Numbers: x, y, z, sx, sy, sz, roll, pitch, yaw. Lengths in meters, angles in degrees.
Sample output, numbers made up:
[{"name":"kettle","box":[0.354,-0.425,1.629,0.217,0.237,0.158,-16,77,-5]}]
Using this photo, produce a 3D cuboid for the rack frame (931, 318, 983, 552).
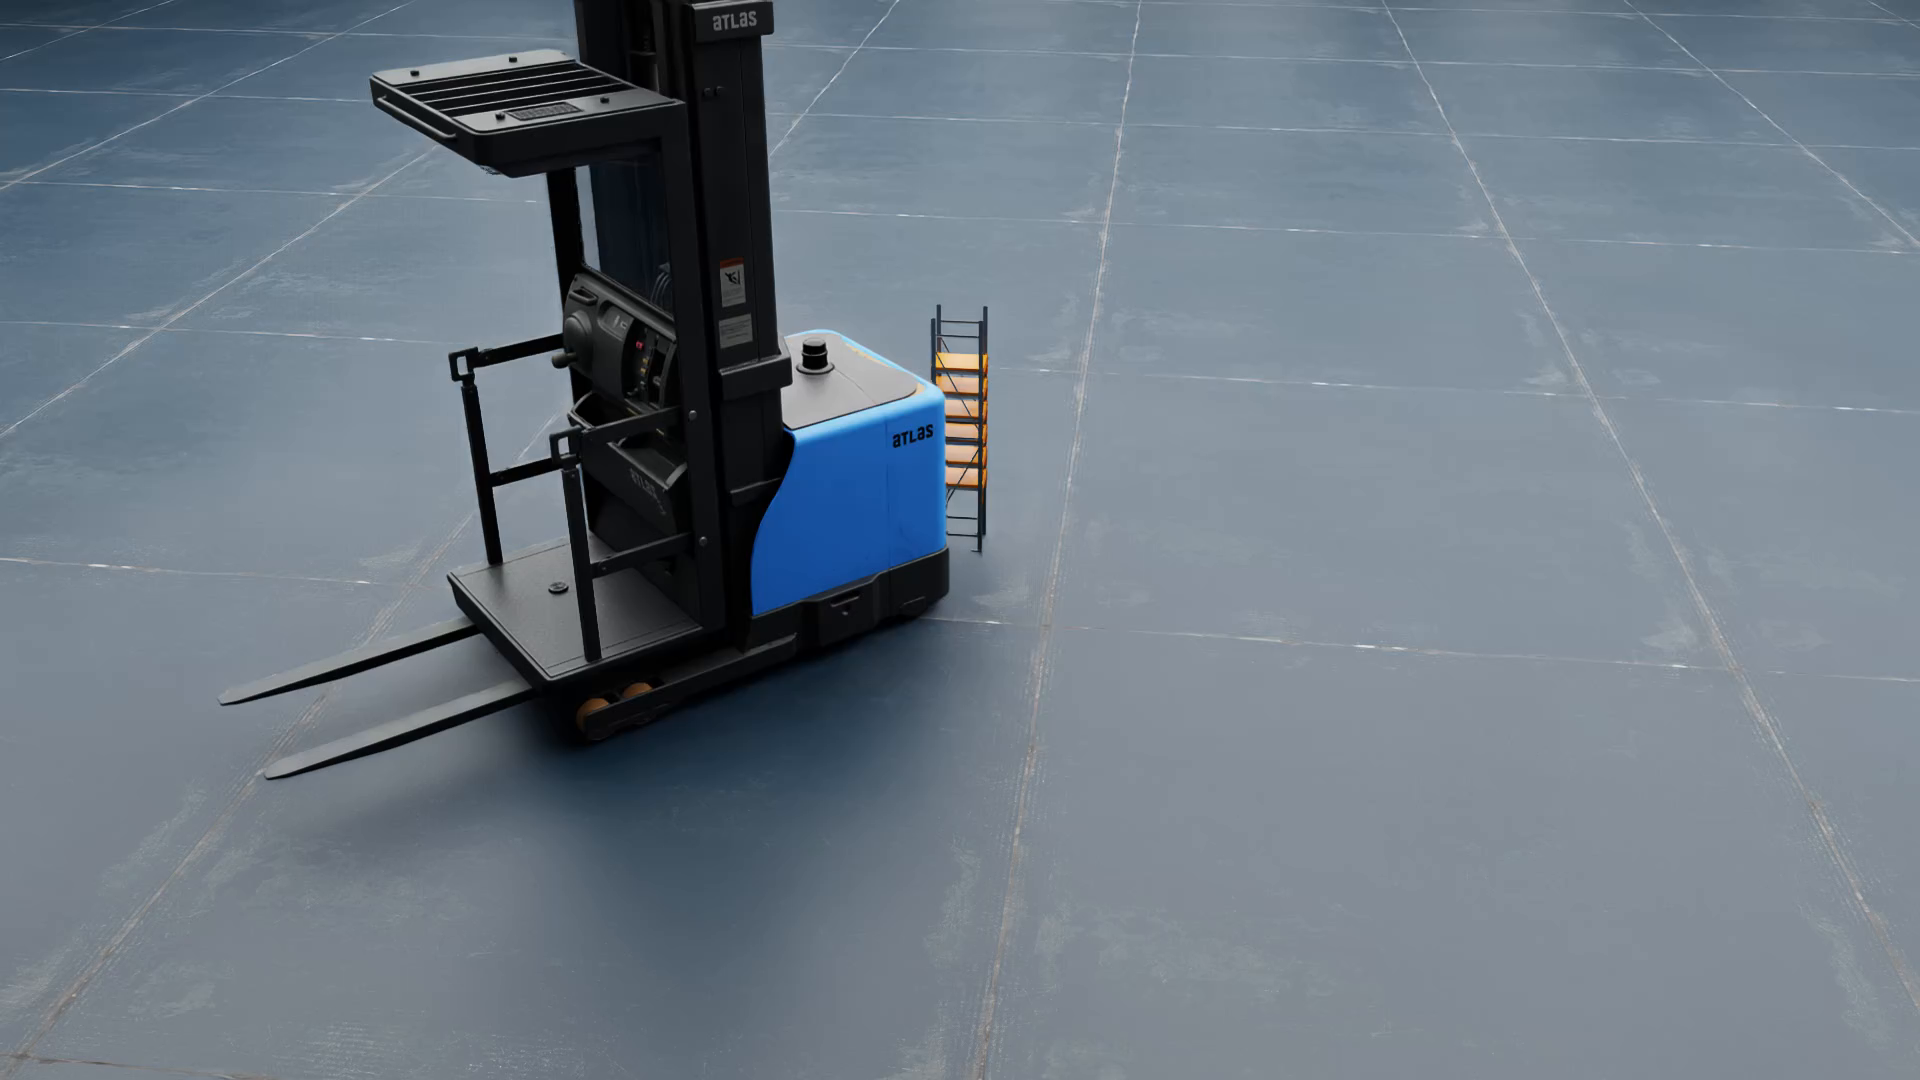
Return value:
[{"name":"rack frame","box":[-0.013,-0.478,7.873,0.240,1.200,0.006,3,28,6]}]

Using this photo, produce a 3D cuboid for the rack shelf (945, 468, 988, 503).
[{"name":"rack shelf","box":[-0.002,-0.271,8.088,0.258,0.103,0.180,3,28,6]}]

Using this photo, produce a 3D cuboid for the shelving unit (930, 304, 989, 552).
[{"name":"shelving unit","box":[-0.002,-0.521,7.953,0.258,1.200,0.189,3,28,6]}]

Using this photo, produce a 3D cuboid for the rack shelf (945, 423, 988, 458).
[{"name":"rack shelf","box":[-0.002,-0.482,7.974,0.258,0.103,0.180,3,28,6]}]

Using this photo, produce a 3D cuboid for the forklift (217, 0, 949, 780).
[{"name":"forklift","box":[-1.538,-0.763,6.576,3.031,2.935,1.130,-19,34,-31]}]

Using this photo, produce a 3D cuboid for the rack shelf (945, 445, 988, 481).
[{"name":"rack shelf","box":[-0.002,-0.377,8.031,0.258,0.103,0.180,3,28,6]}]

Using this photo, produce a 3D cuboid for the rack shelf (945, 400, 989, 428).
[{"name":"rack shelf","box":[-0.002,-0.588,7.917,0.258,0.103,0.180,3,28,6]}]

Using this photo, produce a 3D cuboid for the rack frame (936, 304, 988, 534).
[{"name":"rack frame","box":[0.009,-0.564,8.033,0.240,1.200,0.006,3,28,6]}]

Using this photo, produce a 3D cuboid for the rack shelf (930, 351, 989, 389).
[{"name":"rack shelf","box":[-0.002,-0.799,7.803,0.258,0.103,0.180,3,28,6]}]

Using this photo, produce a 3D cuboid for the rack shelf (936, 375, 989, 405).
[{"name":"rack shelf","box":[-0.002,-0.694,7.860,0.258,0.103,0.180,3,28,6]}]
